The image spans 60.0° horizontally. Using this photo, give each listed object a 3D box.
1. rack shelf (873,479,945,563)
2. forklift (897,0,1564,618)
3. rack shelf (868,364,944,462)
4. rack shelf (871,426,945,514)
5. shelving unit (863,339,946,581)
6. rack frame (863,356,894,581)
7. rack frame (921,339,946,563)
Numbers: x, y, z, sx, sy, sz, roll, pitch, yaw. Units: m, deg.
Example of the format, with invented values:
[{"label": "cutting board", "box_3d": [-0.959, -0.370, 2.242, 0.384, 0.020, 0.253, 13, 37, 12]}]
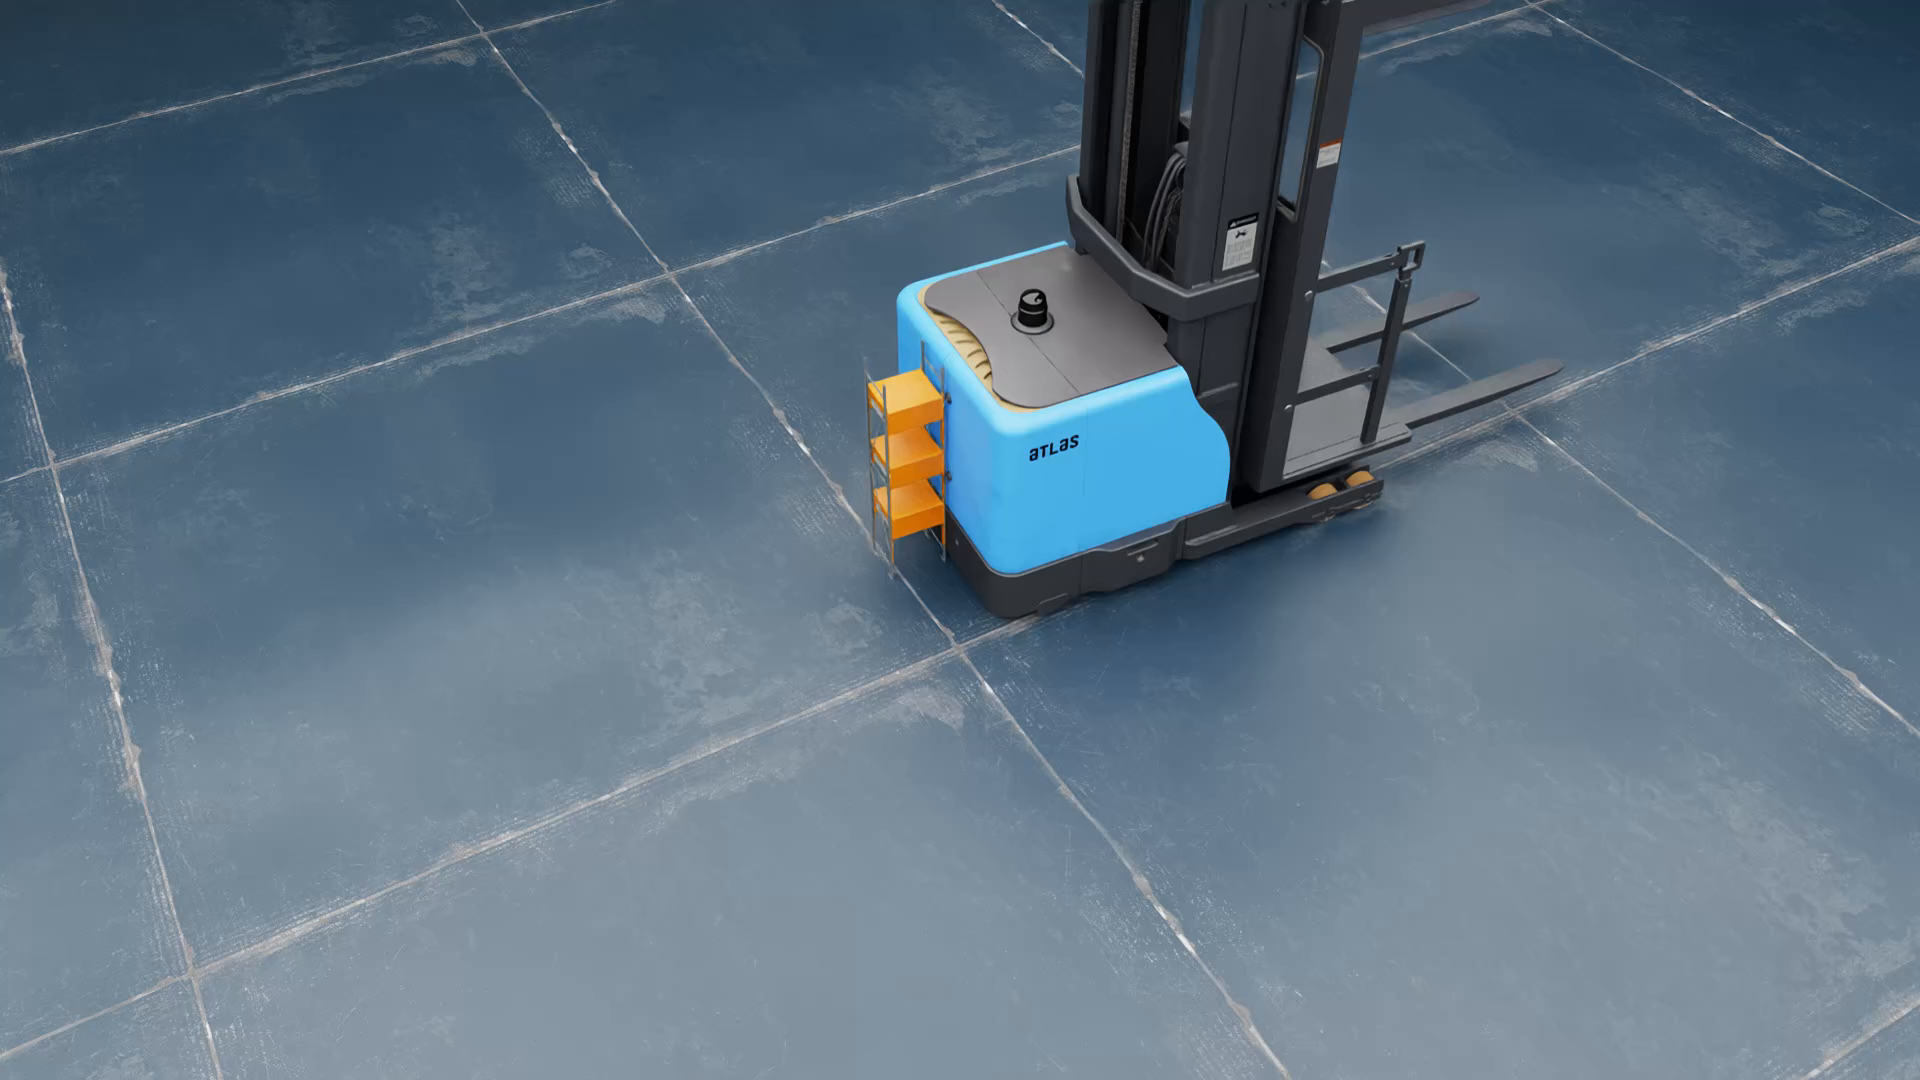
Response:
[{"label": "rack shelf", "box_3d": [-0.216, -0.097, 6.940, 0.240, 0.259, 0.215, -19, 47, -18]}, {"label": "forklift", "box_3d": [1.287, -1.446, 6.565, 3.031, 2.935, 1.130, -19, 47, -18]}, {"label": "rack shelf", "box_3d": [-0.216, -0.500, 6.549, 0.240, 0.259, 0.215, -19, 47, -18]}, {"label": "rack shelf", "box_3d": [-0.216, -0.297, 6.747, 0.240, 0.259, 0.215, -19, 47, -18]}, {"label": "shelving unit", "box_3d": [-0.216, -0.304, 6.739, 0.252, 1.050, 0.215, -19, 47, -18]}, {"label": "rack frame", "box_3d": [-0.326, -0.267, 6.701, 0.008, 1.050, 0.200, -19, 47, -18]}, {"label": "rack frame", "box_3d": [-0.106, -0.341, 6.777, 0.008, 1.050, 0.200, -19, 47, -18]}]
